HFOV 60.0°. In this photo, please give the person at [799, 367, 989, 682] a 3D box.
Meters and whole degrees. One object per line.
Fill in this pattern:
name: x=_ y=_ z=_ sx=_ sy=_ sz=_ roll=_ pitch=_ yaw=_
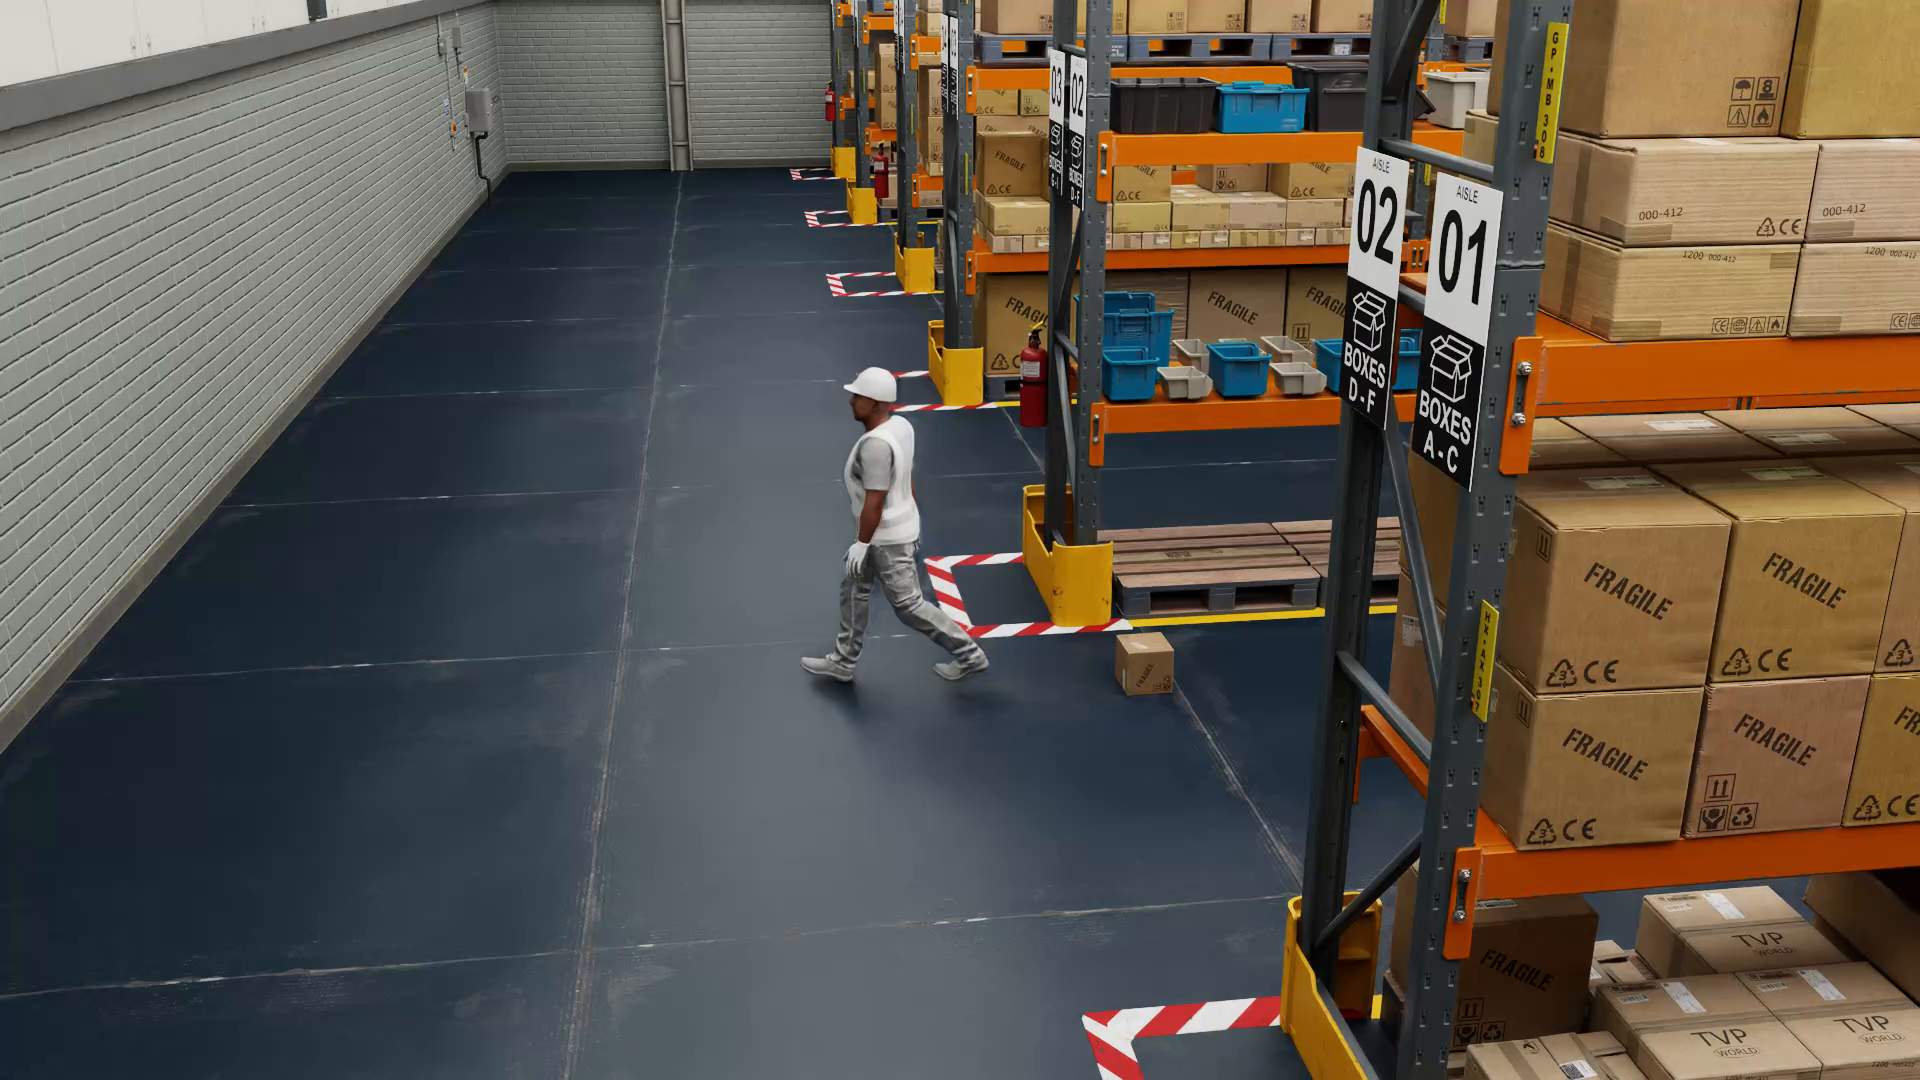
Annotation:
person: x=-0.362 y=-0.036 z=8.663 sx=1.044 sy=1.745 sz=0.583 roll=1 pitch=20 yaw=4
